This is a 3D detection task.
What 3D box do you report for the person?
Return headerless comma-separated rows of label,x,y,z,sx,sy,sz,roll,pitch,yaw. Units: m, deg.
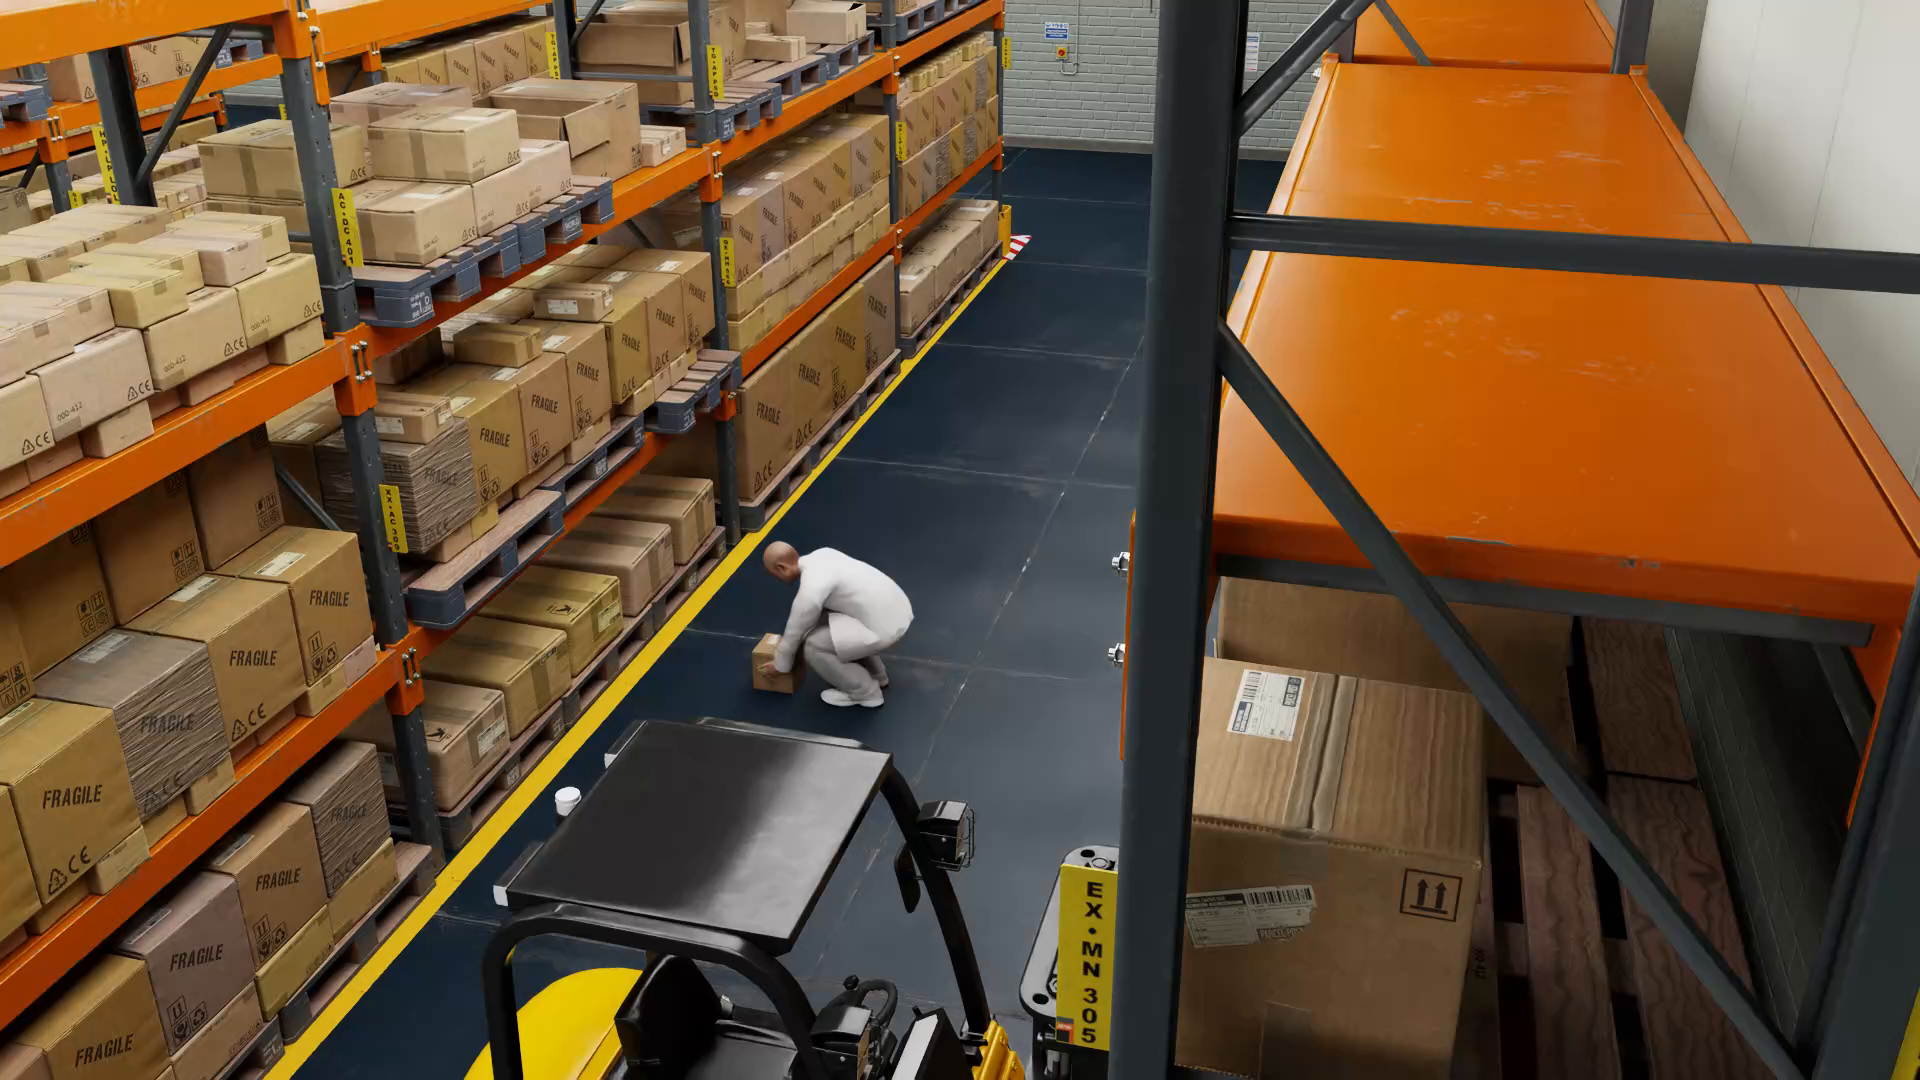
person,-0.722,0.464,9.707,0.903,0.964,0.606,6,26,13
